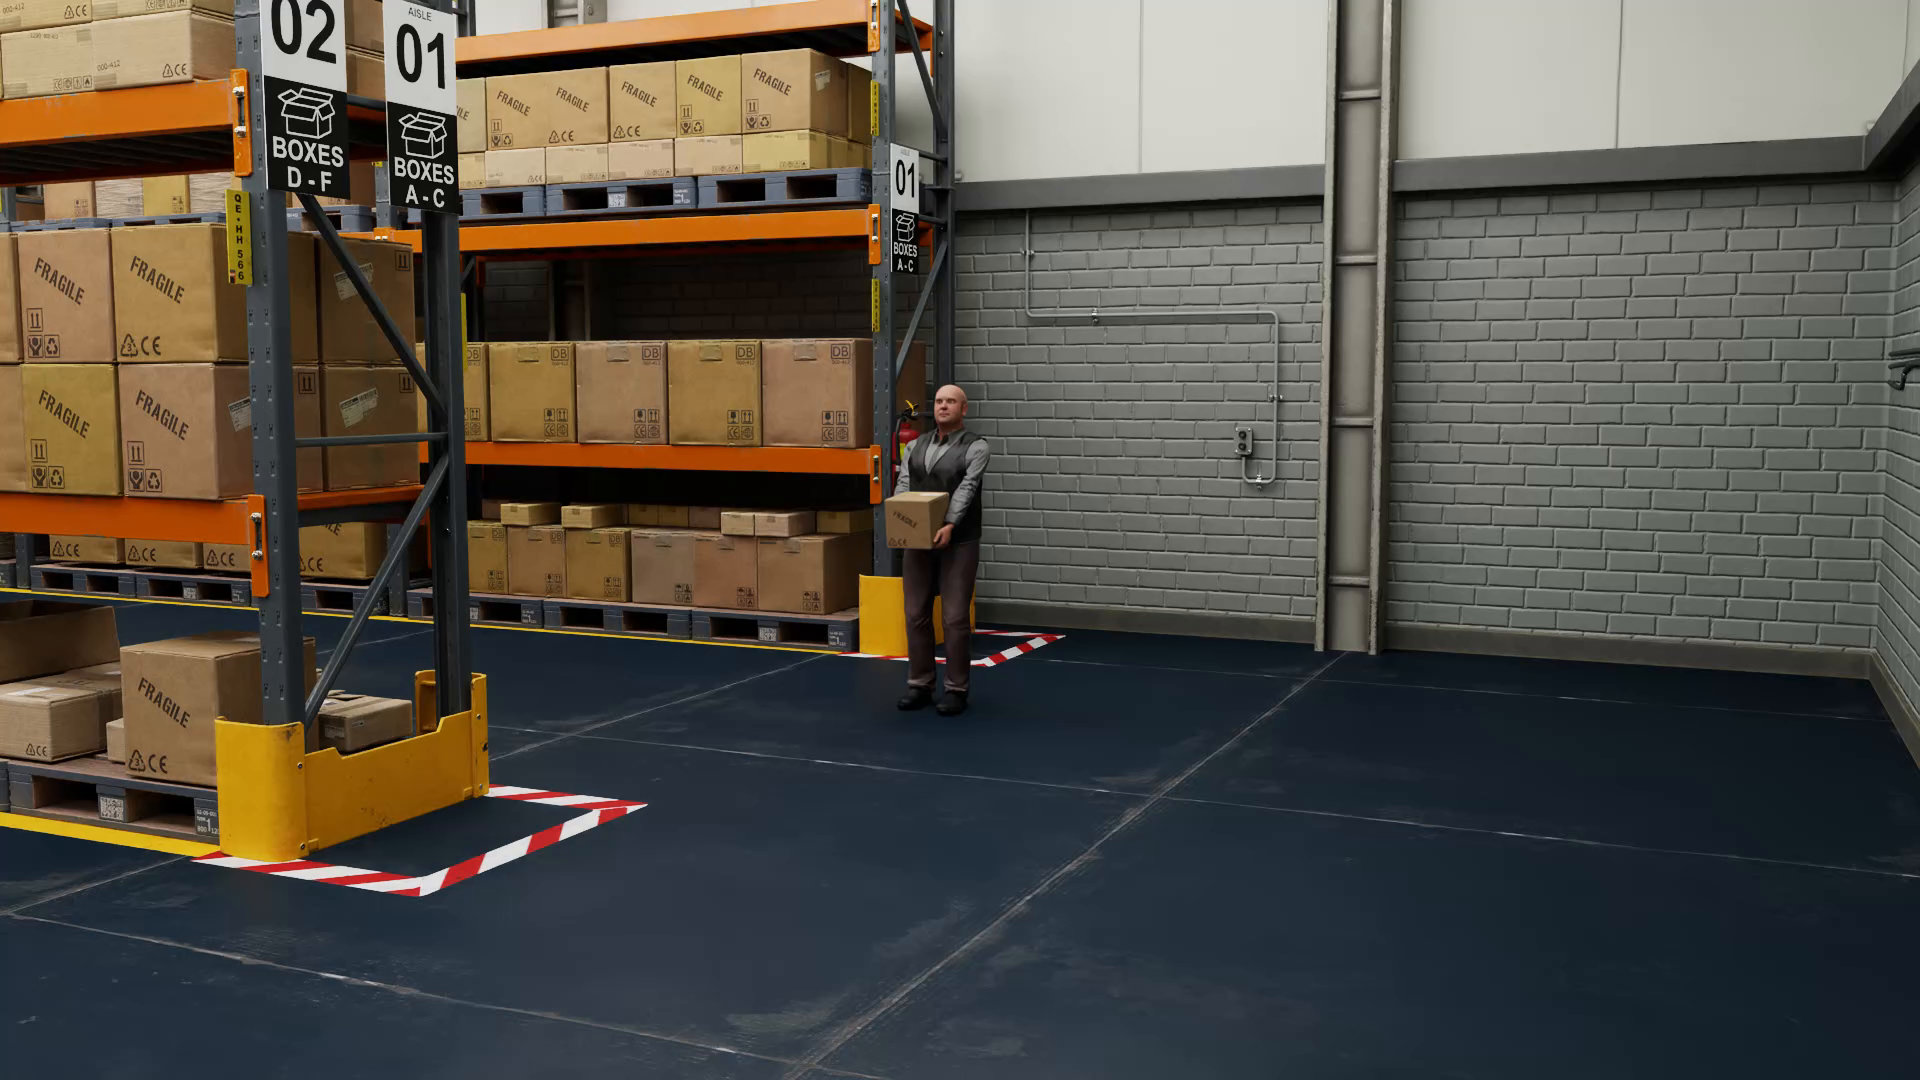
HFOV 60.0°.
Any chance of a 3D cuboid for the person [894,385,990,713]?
[{"bbox_3d":[-0.120,0.046,8.728,0.494,1.711,0.551,2,6,24],"label":"person"}]
